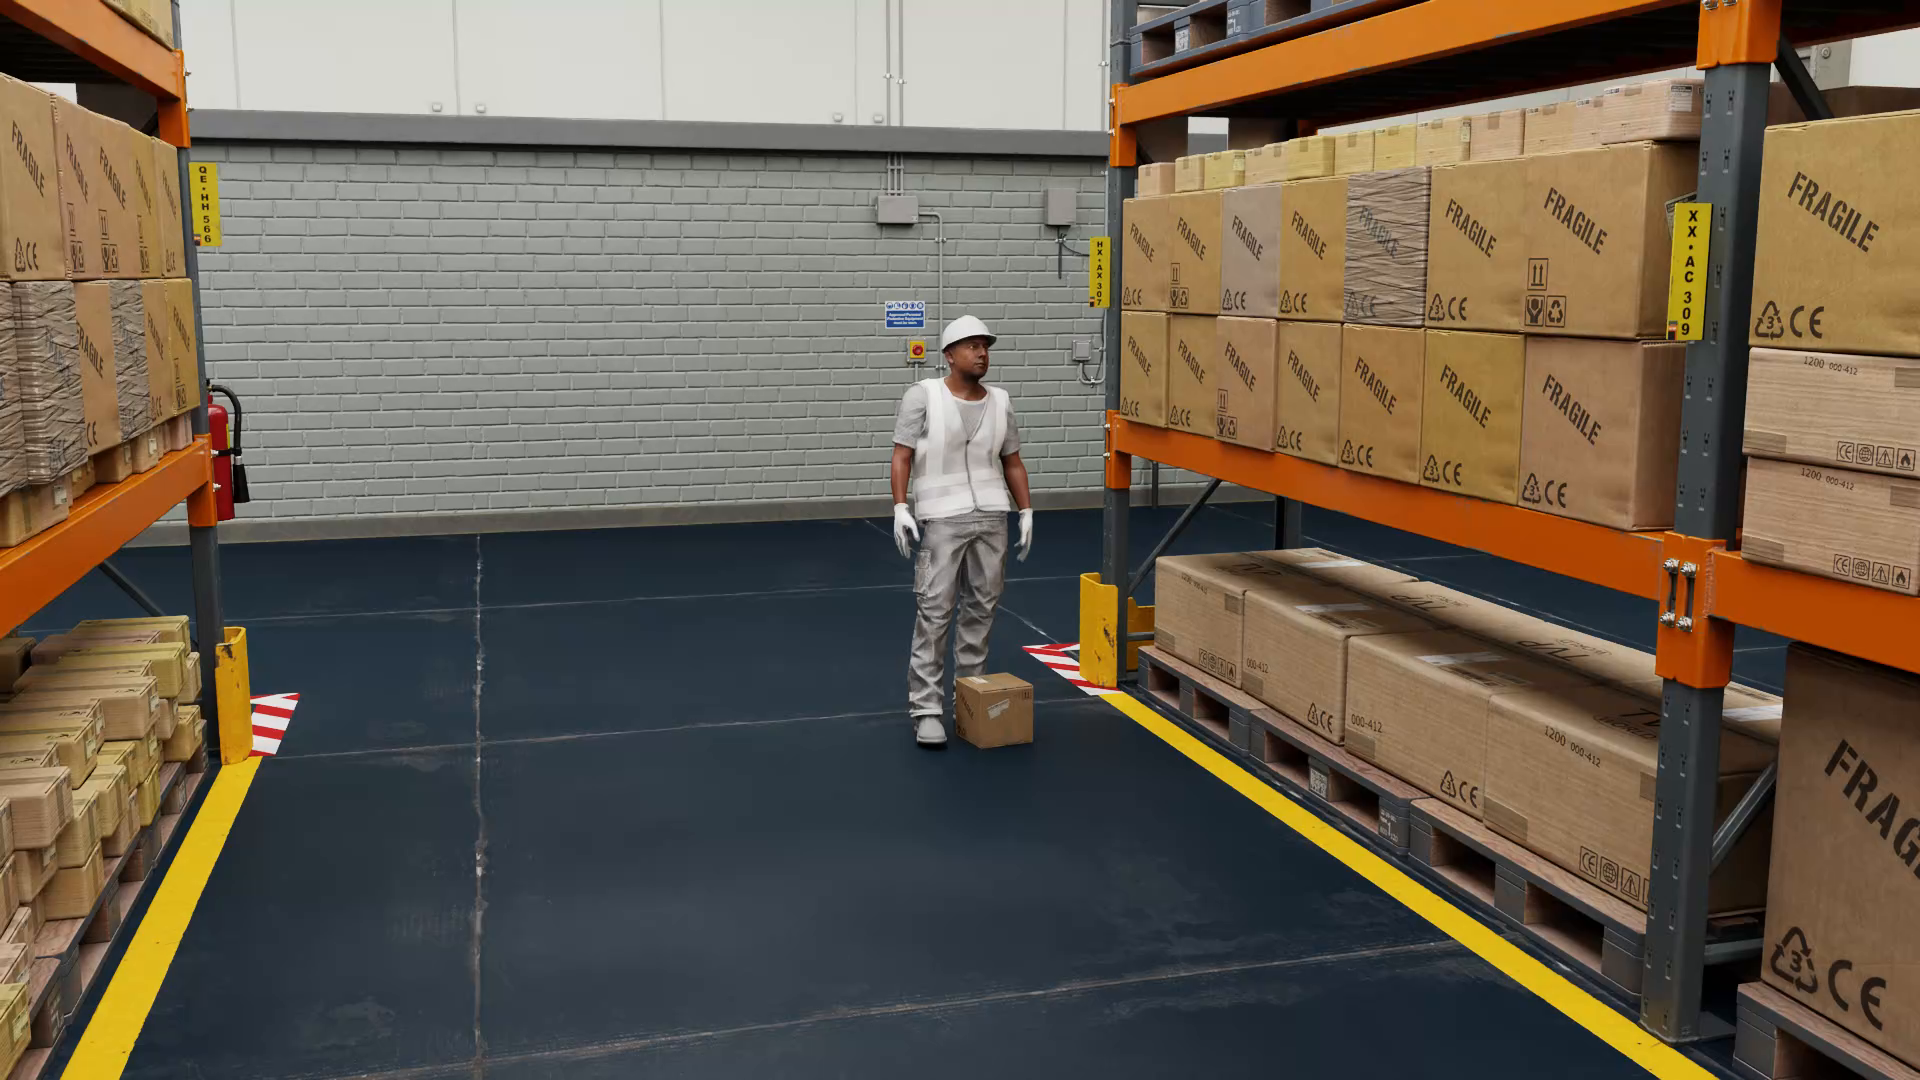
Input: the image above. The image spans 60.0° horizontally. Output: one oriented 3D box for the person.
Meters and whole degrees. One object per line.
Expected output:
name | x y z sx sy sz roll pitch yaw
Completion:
person | 0.037 -0.064 7.151 0.656 1.781 0.578 -4 10 -23
